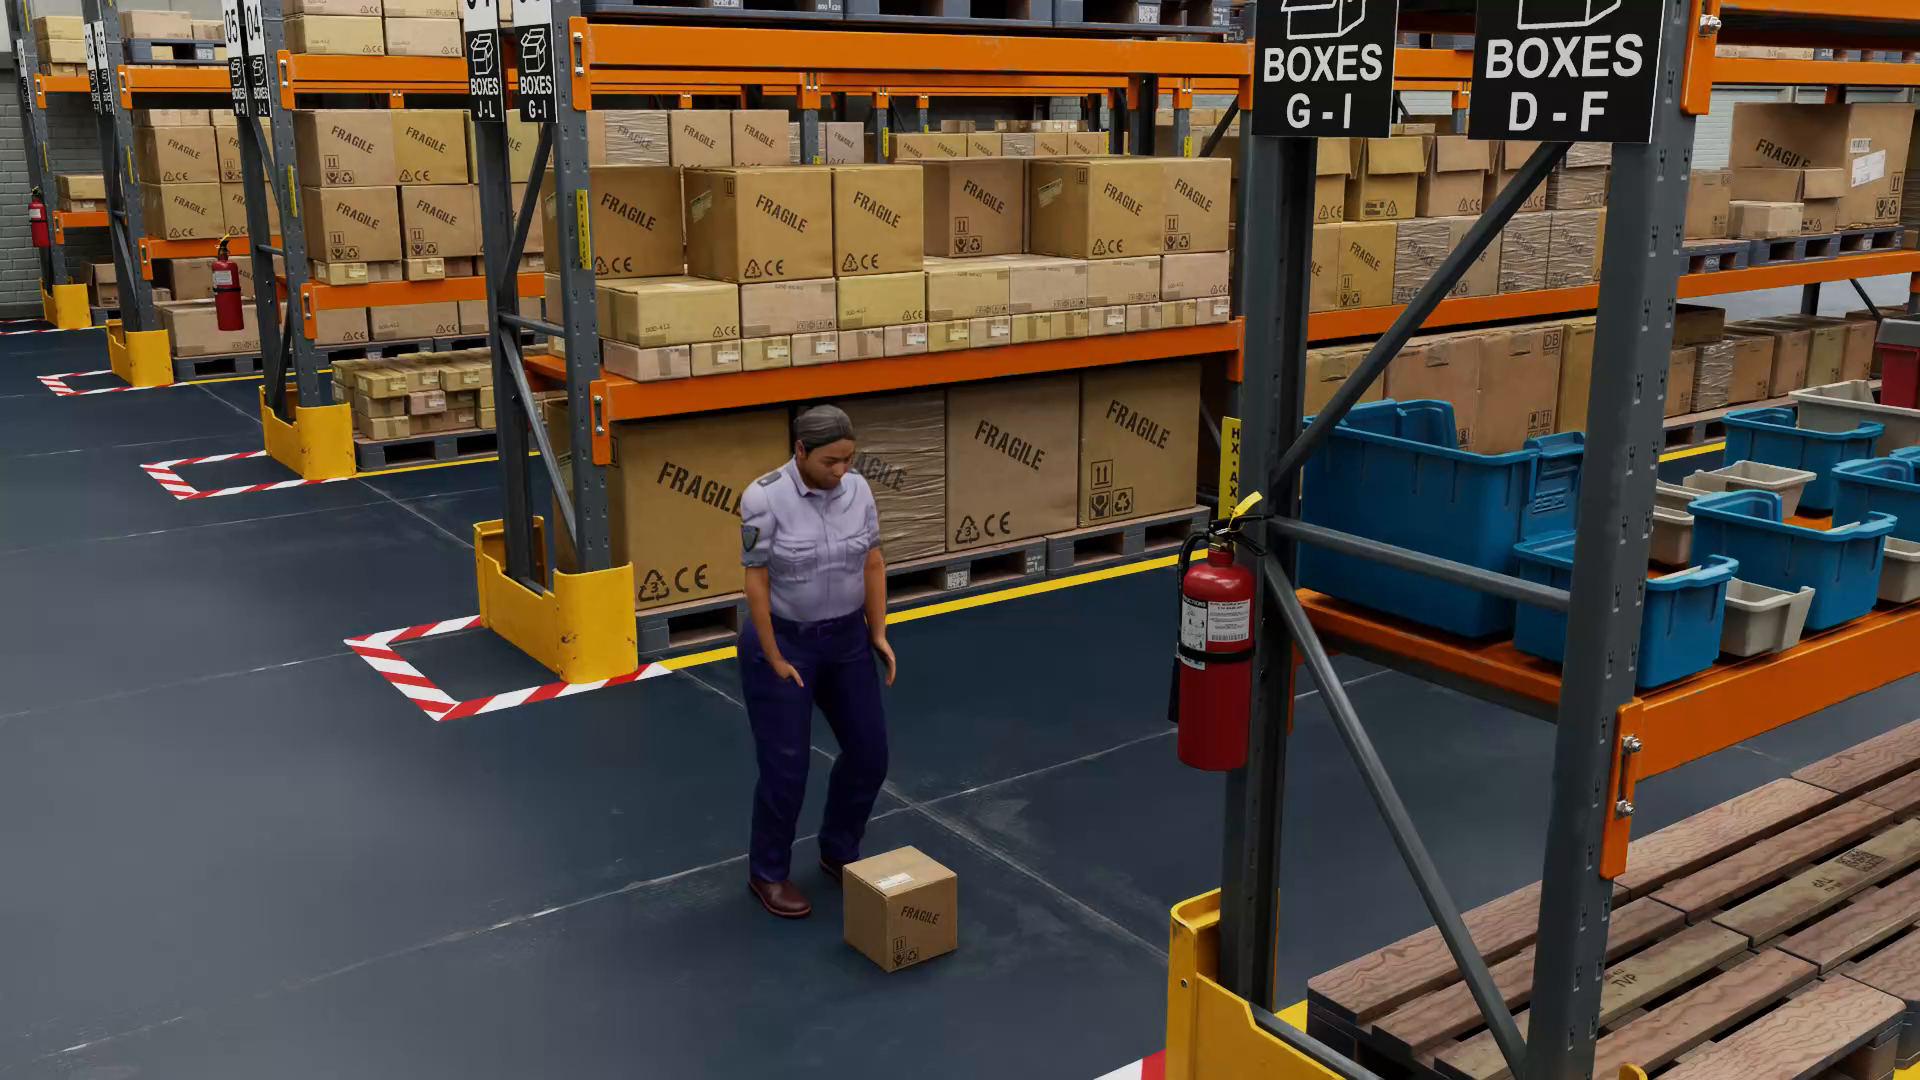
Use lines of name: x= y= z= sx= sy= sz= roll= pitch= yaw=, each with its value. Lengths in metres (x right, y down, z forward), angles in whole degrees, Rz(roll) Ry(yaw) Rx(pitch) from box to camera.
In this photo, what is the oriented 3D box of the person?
person: x=-0.453 y=0.361 z=5.253 sx=0.493 sy=1.611 sz=0.384 roll=-10 pitch=18 yaw=-33
